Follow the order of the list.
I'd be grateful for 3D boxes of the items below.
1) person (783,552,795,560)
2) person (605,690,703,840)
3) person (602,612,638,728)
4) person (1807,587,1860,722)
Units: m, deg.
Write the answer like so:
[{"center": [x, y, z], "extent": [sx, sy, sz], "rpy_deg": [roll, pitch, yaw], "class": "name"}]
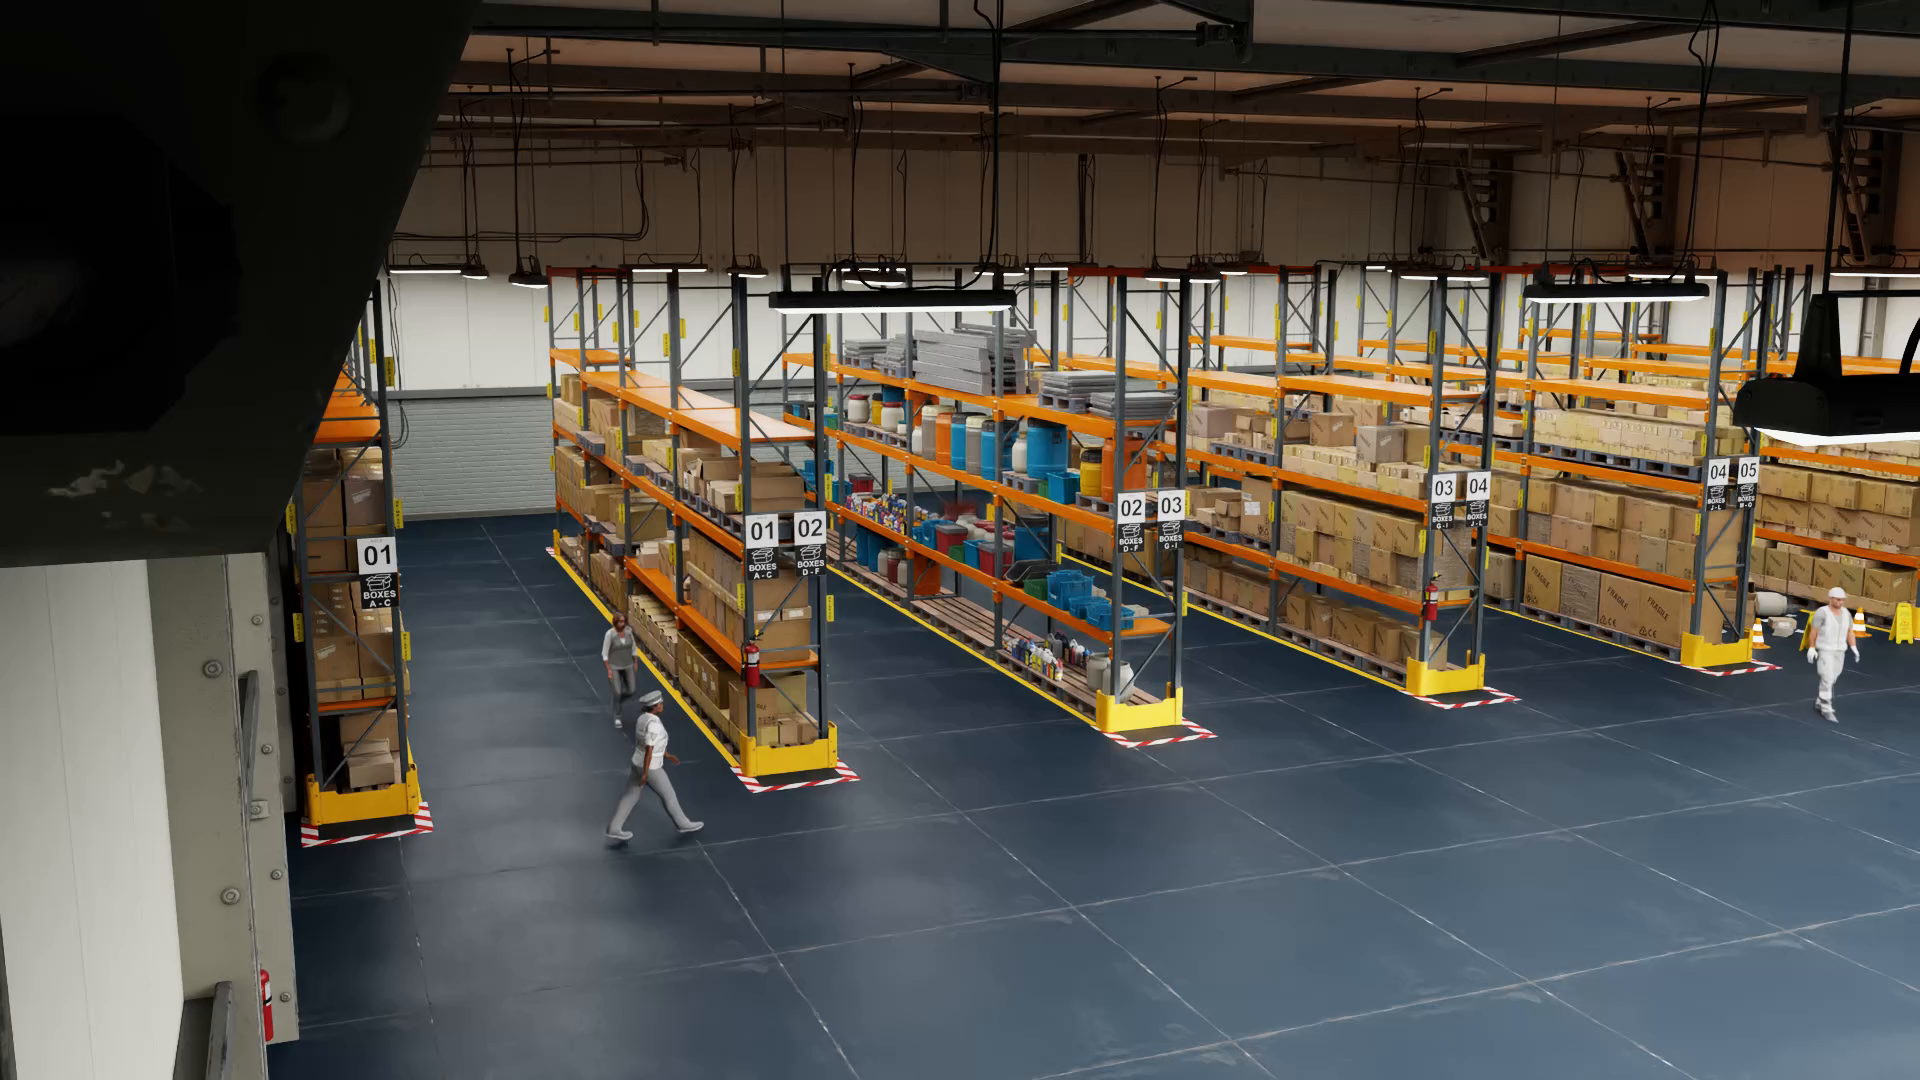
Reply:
[{"center": [-3.199, 0.205, 30.684], "extent": [0.494, 1.626, 0.853], "rpy_deg": [-4, 11, -23], "class": "person"}, {"center": [-3.321, 2.421, 17.970], "extent": [1.069, 1.602, 0.496], "rpy_deg": [-5, 11, -25], "class": "person"}, {"center": [-4.585, 1.718, 22.360], "extent": [0.503, 1.572, 0.487], "rpy_deg": [-6, 11, -29], "class": "person"}, {"center": [11.923, 1.545, 22.717], "extent": [0.623, 1.825, 0.596], "rpy_deg": [-1, 10, -7], "class": "person"}]
